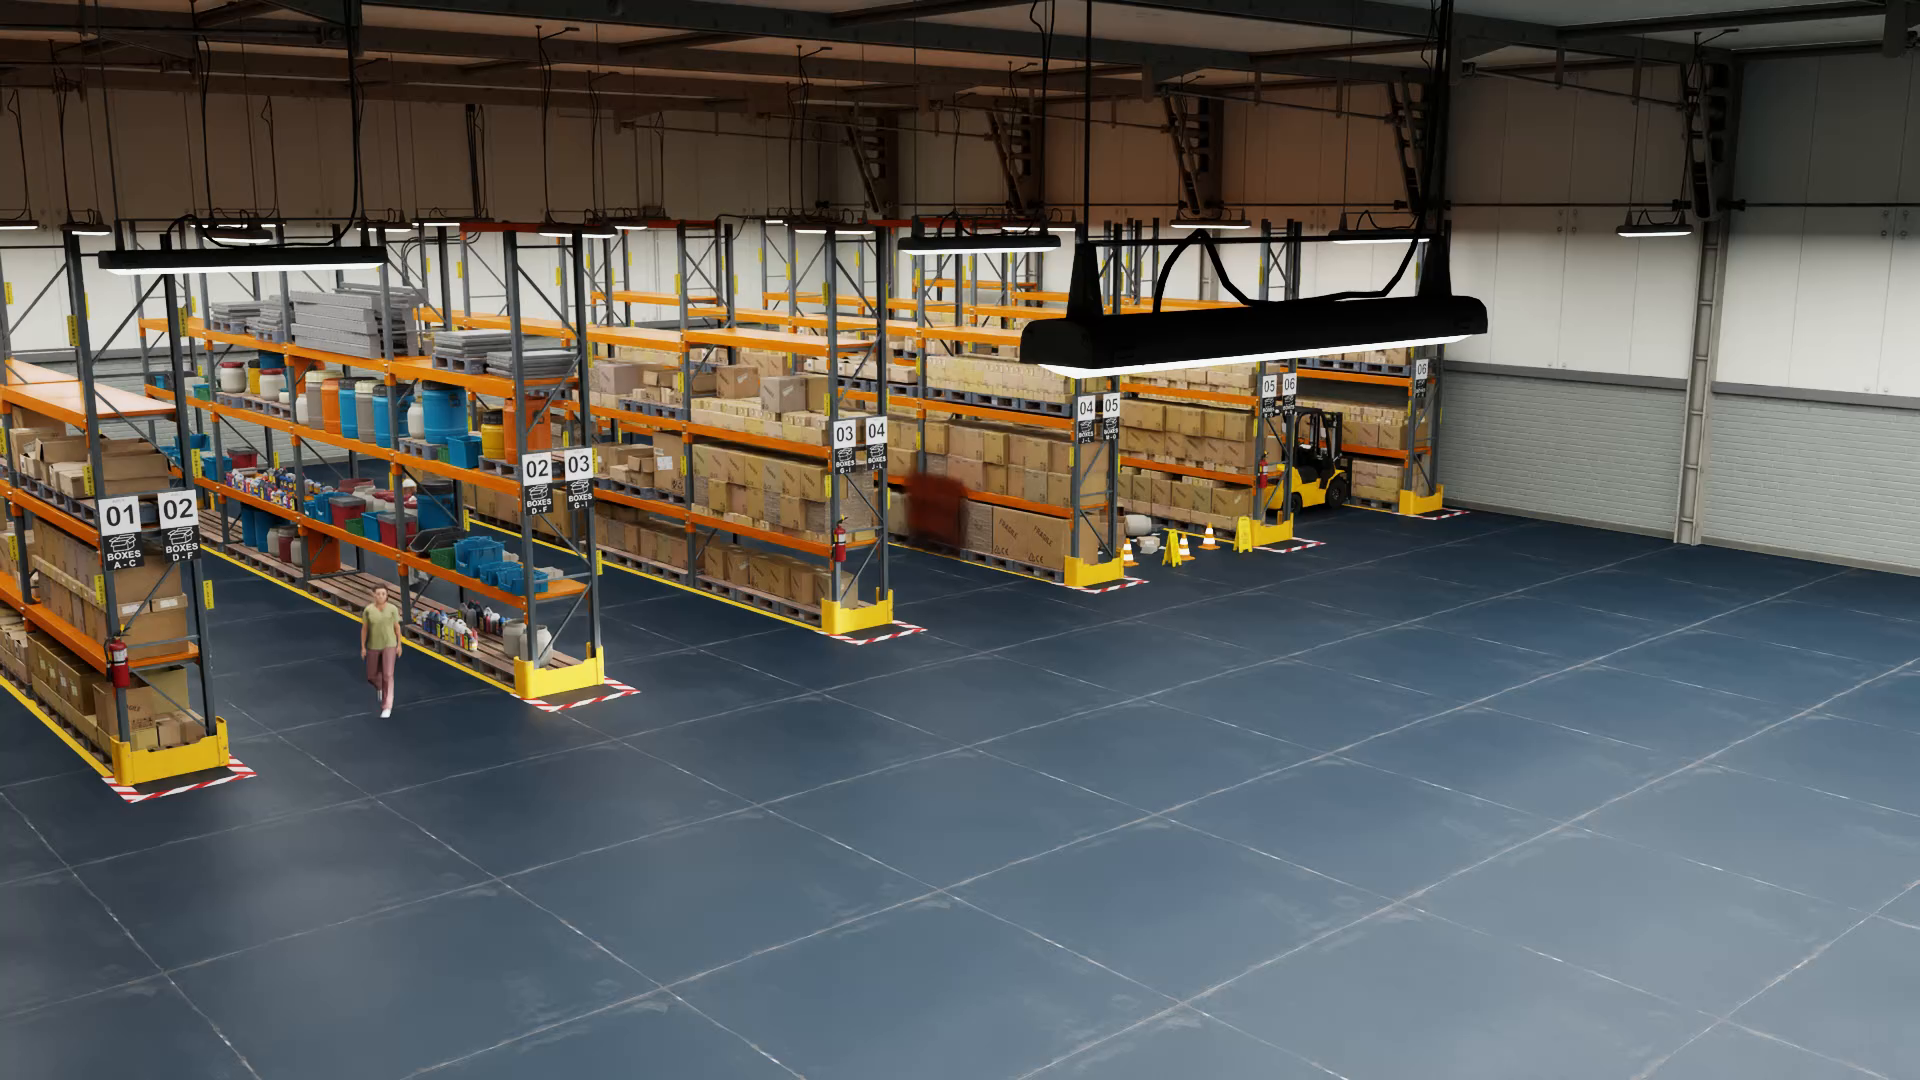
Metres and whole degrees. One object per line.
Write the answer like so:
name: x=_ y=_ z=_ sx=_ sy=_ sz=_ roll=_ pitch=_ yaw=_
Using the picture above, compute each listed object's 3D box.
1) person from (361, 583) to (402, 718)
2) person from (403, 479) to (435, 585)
person: x=-7.290 y=1.350 z=20.946 sx=0.476 sy=1.649 sz=0.811 roll=-2 pitch=12 yaw=-9
person: x=-9.236 y=-0.140 z=28.051 sx=0.629 sy=1.766 sz=0.525 roll=2 pitch=12 yaw=11
